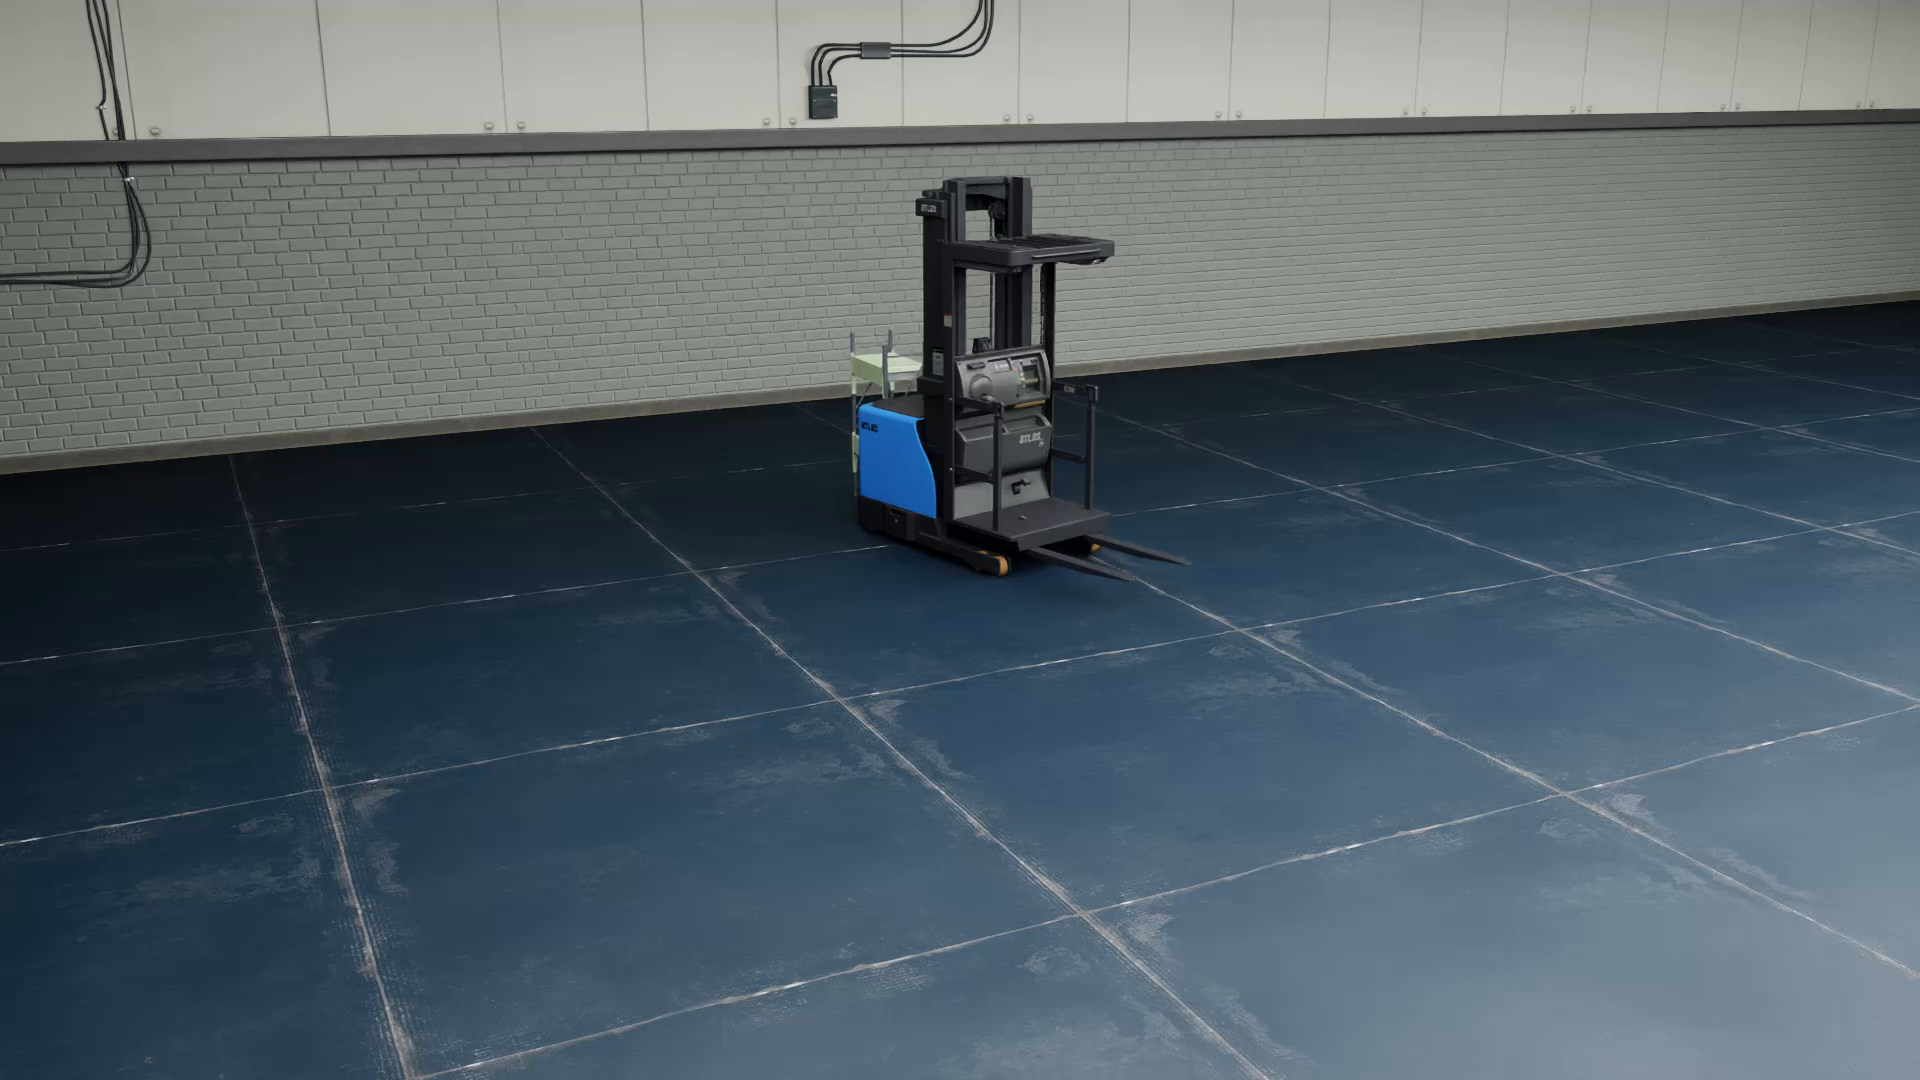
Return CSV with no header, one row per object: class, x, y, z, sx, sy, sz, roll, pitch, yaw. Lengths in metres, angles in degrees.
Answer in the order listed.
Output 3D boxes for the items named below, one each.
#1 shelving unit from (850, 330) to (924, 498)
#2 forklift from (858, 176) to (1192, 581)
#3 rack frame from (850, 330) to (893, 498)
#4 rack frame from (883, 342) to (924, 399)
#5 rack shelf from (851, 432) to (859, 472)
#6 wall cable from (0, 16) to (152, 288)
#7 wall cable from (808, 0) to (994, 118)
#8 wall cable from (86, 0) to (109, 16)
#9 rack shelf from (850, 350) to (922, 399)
shelving unit,-0.628,-1.040,14.655,0.431,1.500,0.755,-8,18,-24
forklift,0.483,-1.279,12.895,1.130,2.935,3.031,-13,21,-39
rack frame,-0.786,-1.131,14.972,0.400,1.500,0.023,-8,18,-24
rack frame,-0.470,-0.949,14.337,0.400,1.500,0.023,-8,18,-24
rack shelf,-0.628,-0.726,14.745,0.431,0.370,0.720,-8,18,-24
wall cable,-9.163,-3.457,15.113,3.097,2.526,0.112,-8,18,-25
wall cable,-0.622,-7.728,18.199,2.305,6.003,0.169,-8,18,-25
wall cable,-6.731,-6.212,15.555,3.097,2.526,0.112,-8,18,-25
rack shelf,-0.628,-1.415,14.547,0.431,0.370,0.720,-8,18,-24
